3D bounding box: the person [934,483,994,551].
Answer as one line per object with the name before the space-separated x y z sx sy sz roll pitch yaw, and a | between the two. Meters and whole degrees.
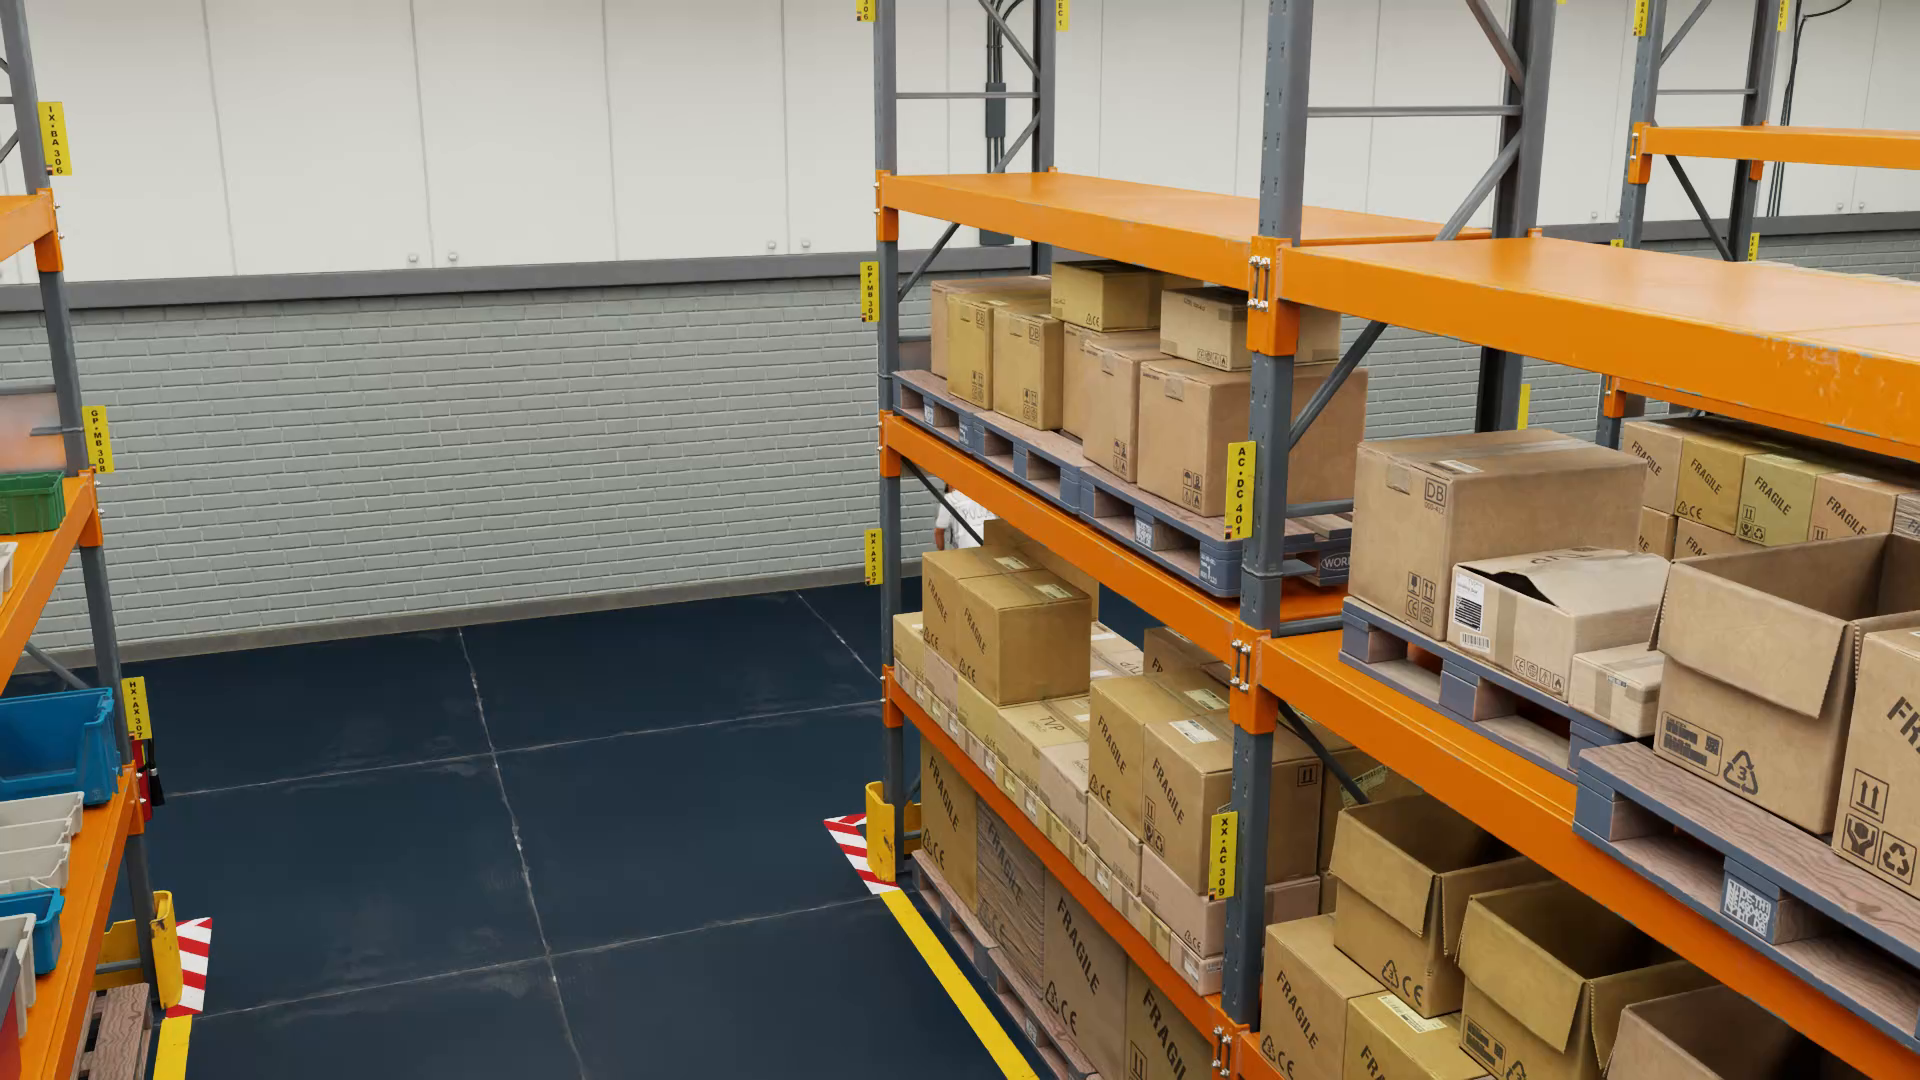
person | 0.065 0.086 14.420 0.536 1.294 0.774 -6 17 -20
